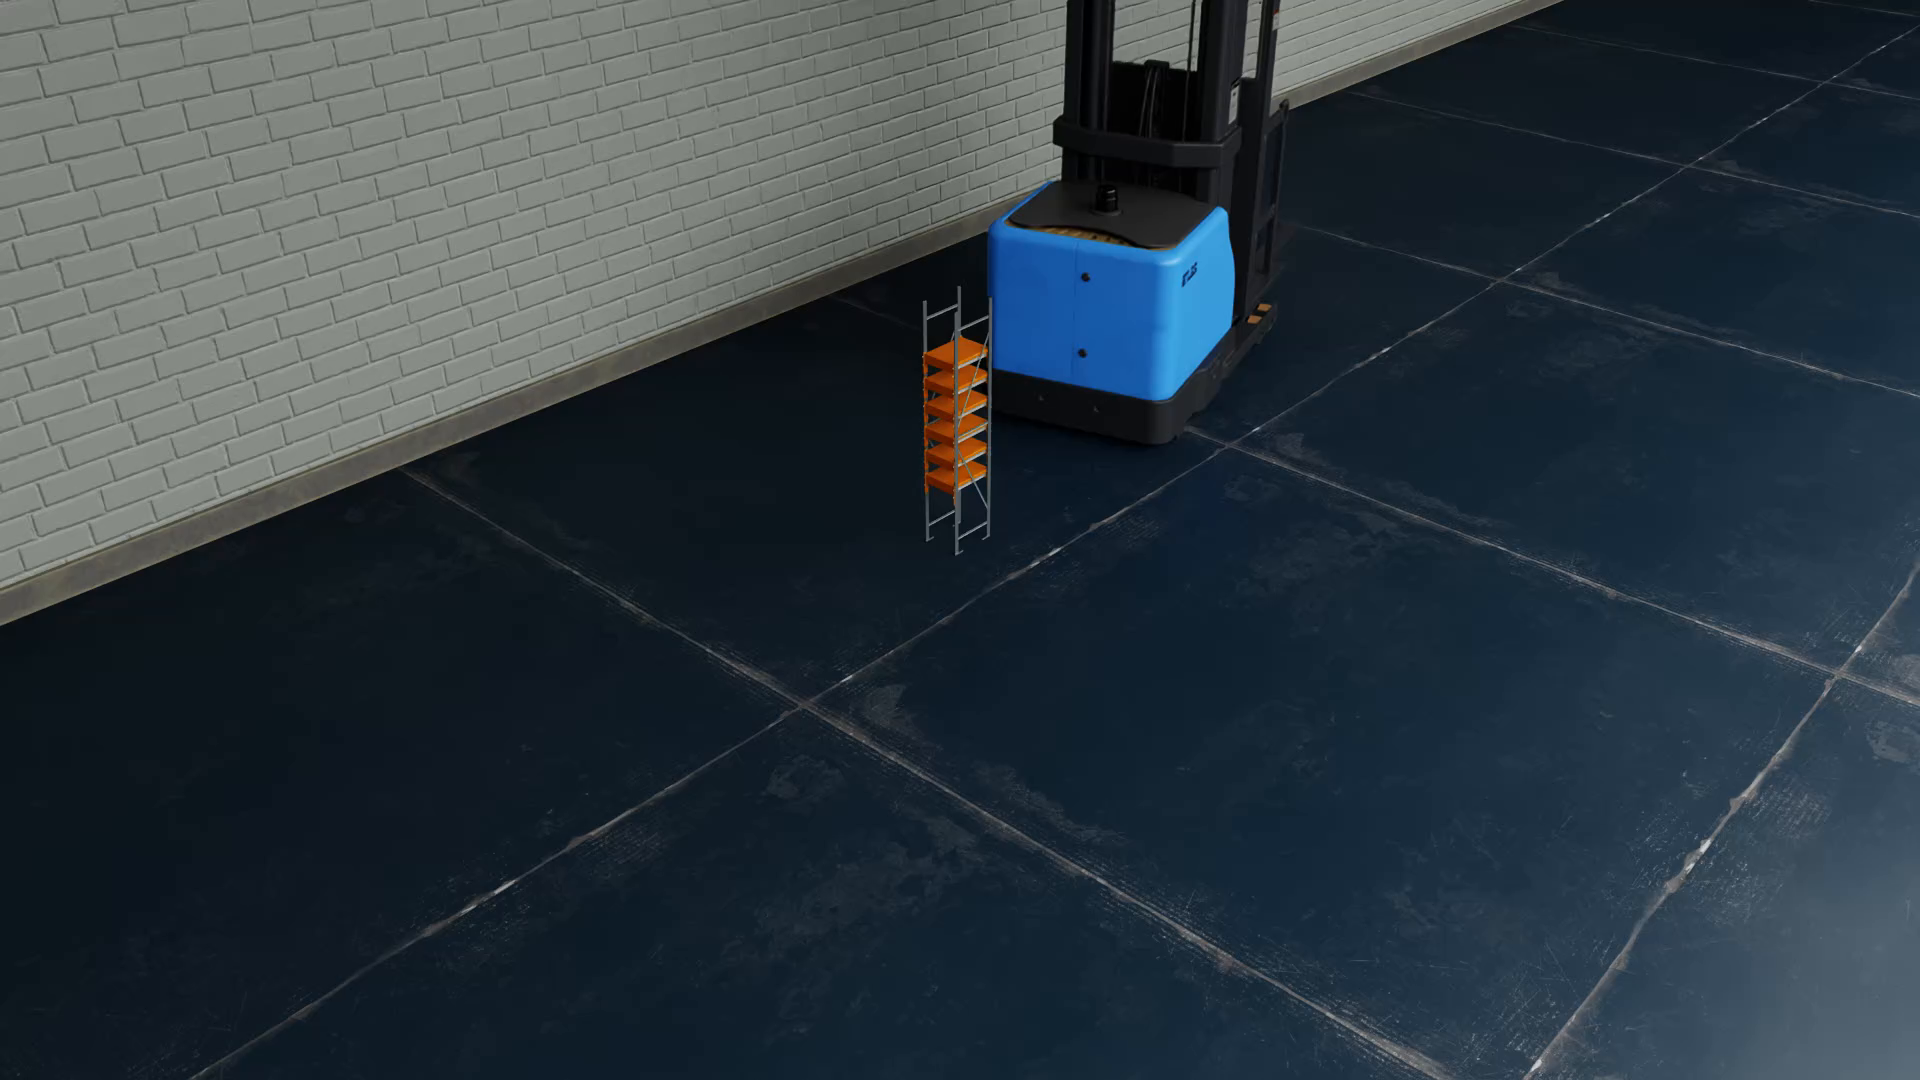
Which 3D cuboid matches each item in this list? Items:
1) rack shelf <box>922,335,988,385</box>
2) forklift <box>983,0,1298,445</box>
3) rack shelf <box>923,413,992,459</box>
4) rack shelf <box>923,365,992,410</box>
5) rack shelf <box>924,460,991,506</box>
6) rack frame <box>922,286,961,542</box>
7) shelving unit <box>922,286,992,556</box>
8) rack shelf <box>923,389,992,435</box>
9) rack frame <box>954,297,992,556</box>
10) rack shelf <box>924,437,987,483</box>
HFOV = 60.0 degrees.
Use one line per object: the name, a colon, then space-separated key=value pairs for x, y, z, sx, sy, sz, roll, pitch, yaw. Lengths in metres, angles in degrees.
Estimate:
rack shelf: x=-0.011 y=-0.789 z=7.286 sx=0.180 sy=0.103 sz=0.258 roll=25 pitch=39 yaw=35
forklift: x=1.217 y=-2.478 z=9.024 sx=1.130 sy=2.935 sz=3.031 roll=14 pitch=34 yaw=22
rack shelf: x=-0.011 y=-0.481 z=7.472 sx=0.180 sy=0.103 sz=0.258 roll=25 pitch=39 yaw=35
rack shelf: x=-0.011 y=-0.687 z=7.348 sx=0.180 sy=0.103 sz=0.258 roll=25 pitch=39 yaw=35
rack shelf: x=-0.011 y=-0.275 z=7.596 sx=0.180 sy=0.103 sz=0.258 roll=25 pitch=39 yaw=35
rack frame: x=-0.079 y=-0.551 z=7.501 sx=0.006 sy=1.200 sz=0.240 roll=25 pitch=39 yaw=35
shelving unit: x=-0.011 y=-0.519 z=7.449 sx=0.189 sy=1.200 sz=0.258 roll=25 pitch=39 yaw=35
rack shelf: x=-0.011 y=-0.584 z=7.410 sx=0.180 sy=0.103 sz=0.258 roll=25 pitch=39 yaw=35
rack frame: x=0.057 y=-0.487 z=7.396 sx=0.006 sy=1.200 sz=0.240 roll=25 pitch=39 yaw=35
rack shelf: x=-0.011 y=-0.378 z=7.534 sx=0.180 sy=0.103 sz=0.258 roll=25 pitch=39 yaw=35
